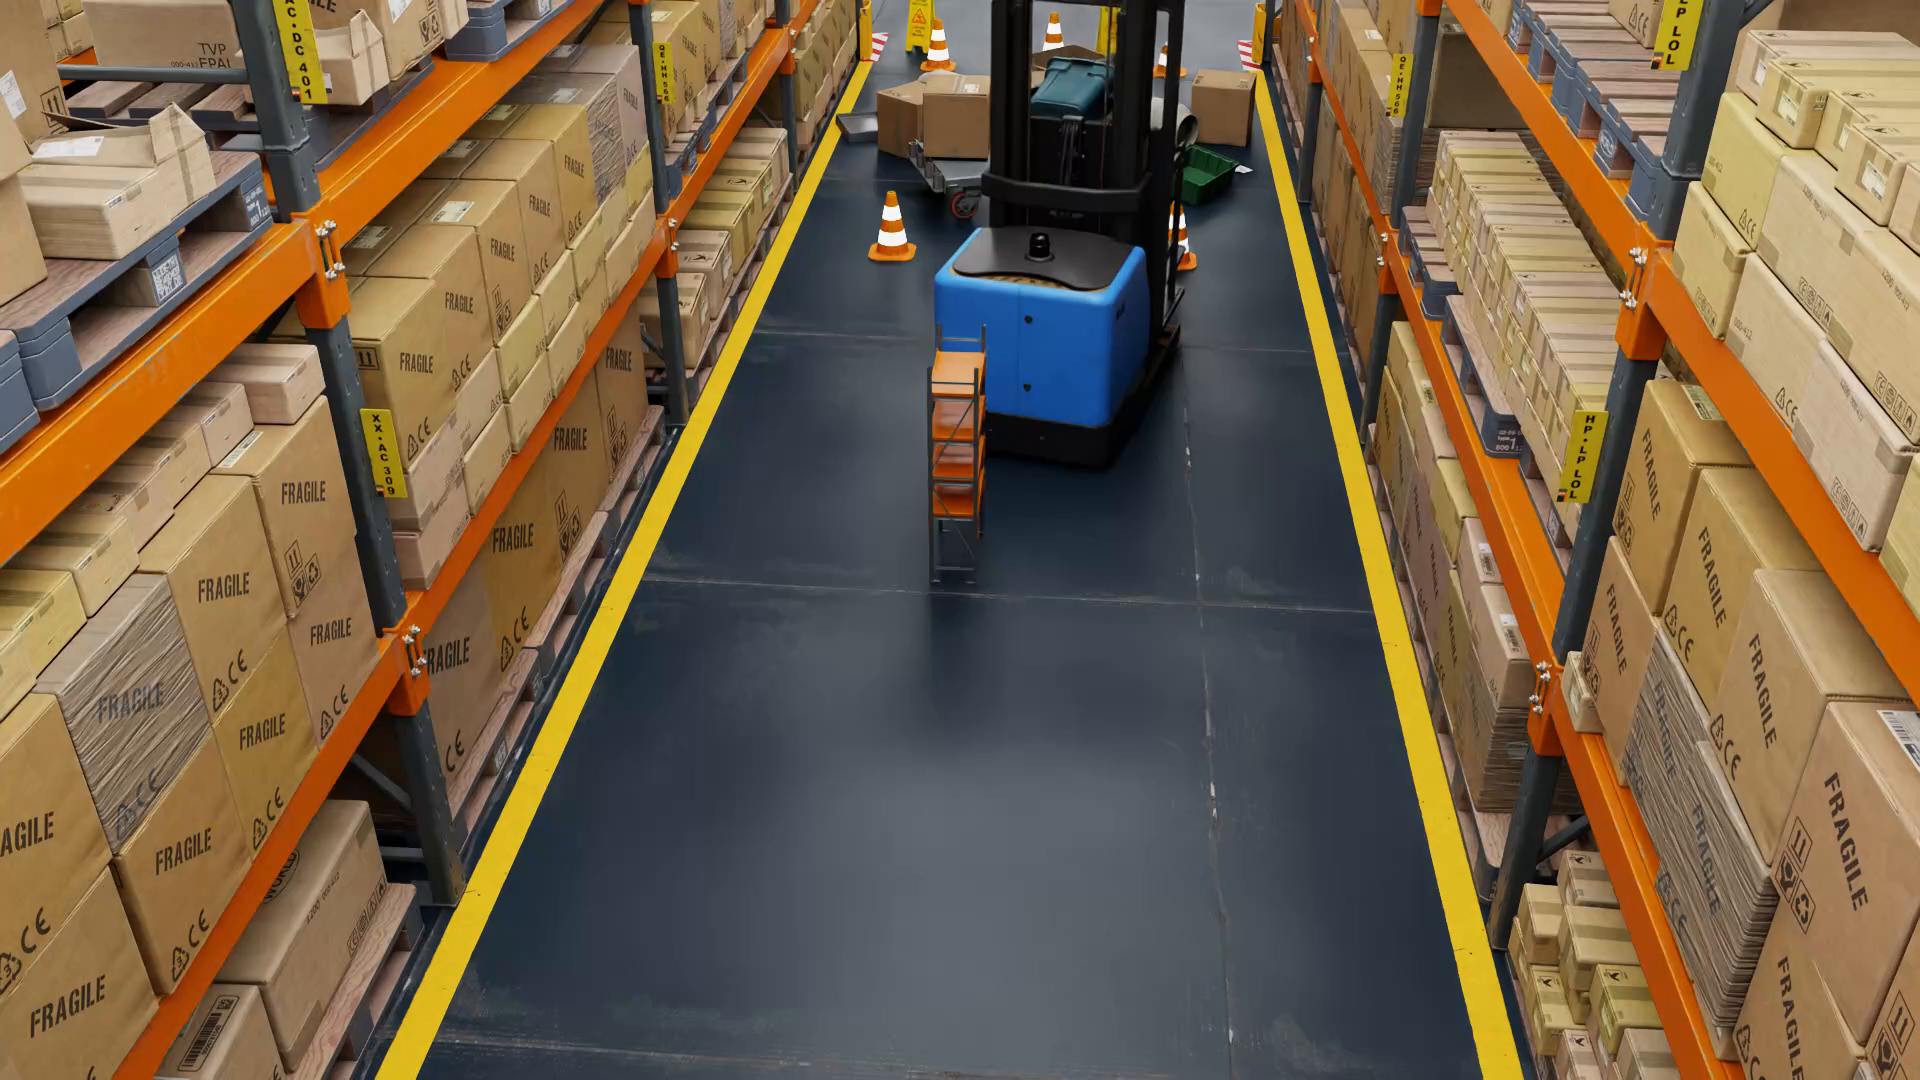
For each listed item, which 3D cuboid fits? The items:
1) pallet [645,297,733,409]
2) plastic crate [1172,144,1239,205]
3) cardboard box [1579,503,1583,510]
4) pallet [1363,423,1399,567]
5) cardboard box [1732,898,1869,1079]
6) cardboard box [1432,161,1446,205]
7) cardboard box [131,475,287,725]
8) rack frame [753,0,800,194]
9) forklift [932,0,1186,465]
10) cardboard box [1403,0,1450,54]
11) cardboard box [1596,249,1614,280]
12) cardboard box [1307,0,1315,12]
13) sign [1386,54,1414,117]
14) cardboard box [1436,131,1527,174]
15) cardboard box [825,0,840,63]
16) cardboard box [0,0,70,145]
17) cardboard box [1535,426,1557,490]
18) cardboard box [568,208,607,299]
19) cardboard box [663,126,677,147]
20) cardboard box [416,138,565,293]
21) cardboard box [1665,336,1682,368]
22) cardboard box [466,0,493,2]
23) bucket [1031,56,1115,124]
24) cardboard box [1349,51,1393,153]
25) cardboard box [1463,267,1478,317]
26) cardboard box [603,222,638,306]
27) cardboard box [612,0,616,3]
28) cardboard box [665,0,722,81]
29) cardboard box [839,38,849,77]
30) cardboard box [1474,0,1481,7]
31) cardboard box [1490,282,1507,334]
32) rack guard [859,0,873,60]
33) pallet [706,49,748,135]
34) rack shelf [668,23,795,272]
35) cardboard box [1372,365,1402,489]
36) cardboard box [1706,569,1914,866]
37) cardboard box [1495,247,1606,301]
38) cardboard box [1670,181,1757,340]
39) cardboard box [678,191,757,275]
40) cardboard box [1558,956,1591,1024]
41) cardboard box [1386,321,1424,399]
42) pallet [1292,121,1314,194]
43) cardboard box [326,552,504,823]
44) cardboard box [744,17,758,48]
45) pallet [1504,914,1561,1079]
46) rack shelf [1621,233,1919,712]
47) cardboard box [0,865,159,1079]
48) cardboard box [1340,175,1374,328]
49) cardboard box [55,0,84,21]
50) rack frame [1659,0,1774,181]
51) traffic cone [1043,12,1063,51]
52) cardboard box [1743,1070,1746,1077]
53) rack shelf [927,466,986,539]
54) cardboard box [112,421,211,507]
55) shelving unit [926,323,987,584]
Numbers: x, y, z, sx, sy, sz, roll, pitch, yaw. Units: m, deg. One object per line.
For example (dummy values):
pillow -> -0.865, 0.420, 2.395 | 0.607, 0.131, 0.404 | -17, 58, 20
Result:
pallet -> -2.050, -1.215, 10.521 | 1.003, 0.211, 1.213 | 2, 32, 4
plastic crate -> 1.861, -2.901, 13.224 | 0.450, 0.188, 0.662 | 29, 41, 23
cardboard box -> 2.337, -0.159, 5.704 | 0.380, 0.149, 0.250 | 3, 32, 5
pallet -> 2.762, -0.240, 8.938 | 1.003, 0.211, 1.213 | 2, 32, 4
cardboard box -> 2.085, 1.138, 3.666 | 0.500, 0.500, 0.500 | 4, 32, 6
cardboard box -> 2.587, -1.790, 8.351 | 0.380, 0.149, 0.250 | 4, 32, 6
cardboard box -> -2.253, 0.153, 4.594 | 0.500, 0.500, 0.500 | 2, 32, 3
rack frame -> -1.789, -4.085, 12.520 | 1.000, 3.000, 0.127 | 2, 32, 4
forklift -> 0.787, -2.429, 9.897 | 1.130, 2.935, 3.031 | 10, 33, 15
cardboard box -> 2.913, -2.802, 9.390 | 0.700, 0.500, 0.500 | 2, 32, 3
cardboard box -> 3.178, -1.235, 7.734 | 0.380, 0.149, 0.250 | 2, 32, 3
cardboard box -> 3.193, -4.473, 13.006 | 0.875, 0.550, 0.550 | 2, 32, 4
sign -> 2.273, -2.350, 8.601 | 0.100, 0.325, 0.005 | 2, 32, 4
cardboard box -> 2.596, -1.925, 8.286 | 0.380, 0.149, 0.250 | 3, 32, 4
cardboard box -> -1.356, -4.538, 14.760 | 0.500, 0.500, 0.500 | 2, 32, 3
cardboard box -> -2.698, -1.145, 4.298 | 0.500, 0.500, 0.500 | 3, 32, 5
cardboard box -> 2.379, -0.298, 6.213 | 0.380, 0.149, 0.250 | 2, 32, 4
cardboard box -> -1.961, -1.342, 7.735 | 0.500, 0.250, 0.500 | 2, 32, 3
cardboard box -> -1.847, -2.374, 9.582 | 0.380, 0.149, 0.250 | 1, 32, 1
cardboard box -> -2.025, -1.388, 7.095 | 0.500, 0.500, 0.500 | 2, 32, 3
cardboard box -> 3.094, -0.815, 6.769 | 0.380, 0.149, 0.250 | 2, 32, 3
cardboard box -> -1.943, -2.241, 6.396 | 0.396, 0.266, 0.258 | 5, 32, 8
bucket -> 0.866, -3.350, 12.998 | 0.726, 0.611, 0.620 | 14, 44, 21
cardboard box -> 2.679, -2.647, 10.091 | 0.500, 0.500, 0.500 | 2, 32, 3
cardboard box -> 2.506, -1.120, 7.547 | 0.380, 0.149, 0.250 | 3, 32, 6
cardboard box -> -1.923, -1.387, 8.284 | 0.500, 0.250, 0.500 | 3, 32, 5
cardboard box -> -2.284, -3.126, 10.185 | 0.500, 0.500, 0.500 | 0, 32, 1
cardboard box -> -1.776, -3.118, 10.171 | 0.500, 0.500, 0.500 | 3, 32, 5
cardboard box -> -1.311, -4.481, 15.382 | 0.500, 0.250, 0.500 | 3, 32, 4
cardboard box -> 2.482, -2.606, 7.165 | 0.500, 0.500, 0.500 | 2, 32, 4
cardboard box -> 2.466, -0.975, 7.028 | 0.380, 0.149, 0.250 | 4, 32, 6
rack guard -> -1.470, -5.073, 16.506 | 1.175, 0.500, 0.348 | 2, 32, 4
pallet -> -1.995, -2.949, 10.859 | 1.003, 0.211, 1.213 | 2, 32, 4
rack shelf -> -1.952, -2.733, 11.012 | 1.077, 0.370, 4.000 | 2, 32, 4
cardboard box -> 2.515, -0.591, 8.832 | 0.500, 0.500, 0.500 | 1, 32, 2
cardboard box -> 2.123, 0.421, 3.876 | 0.500, 0.500, 0.500 | 3, 32, 5
cardboard box -> 2.467, -1.109, 6.963 | 0.380, 0.149, 0.250 | 2, 32, 3
cardboard box -> 2.200, -0.726, 4.353 | 0.500, 0.250, 0.500 | 4, 32, 6
cardboard box -> -1.940, -2.131, 11.454 | 0.950, 0.372, 0.625 | 3, 32, 6
cardboard box -> 2.222, 1.477, 5.528 | 0.380, 0.149, 0.250 | 3, 32, 4
cardboard box -> 2.529, -0.919, 8.650 | 0.500, 0.250, 0.500 | 1, 32, 2
pallet -> 3.292, -3.134, 13.634 | 1.003, 0.211, 1.213 | 2, 32, 4
cardboard box -> -2.470, 0.496, 6.711 | 0.875, 0.875, 0.875 | 3, 32, 6
cardboard box -> -1.597, -3.470, 11.360 | 0.380, 0.149, 0.250 | 3, 32, 4
pallet -> 2.482, 1.796, 5.634 | 1.003, 0.211, 1.213 | 2, 32, 4
rack shelf -> 2.338, 0.331, 3.180 | 1.077, 0.370, 4.000 | 2, 32, 4
cardboard box -> -2.344, 1.114, 3.987 | 0.500, 0.500, 0.500 | 3, 32, 6
cardboard box -> 3.034, -1.828, 10.602 | 1.050, 0.750, 0.750 | 3, 32, 5
cardboard box -> -6.557, -3.908, 11.898 | 0.500, 0.250, 0.500 | 2, 32, 3
rack frame -> 2.501, -2.298, 3.901 | 1.000, 3.000, 0.127 | 2, 32, 4
traffic cone -> 0.921, -4.948, 16.337 | 0.336, 0.463, 0.334 | 2, 32, 4
cardboard box -> 2.118, 1.330, 3.972 | 0.380, 0.149, 0.250 | 4, 32, 6
rack shelf -> -0.013, -0.198, 8.434 | 0.258, 0.148, 0.480 | 2, 32, 4
cardboard box -> -2.308, -0.209, 4.563 | 0.380, 0.149, 0.250 | 2, 32, 4
shelving unit -> -0.013, -0.424, 8.295 | 0.258, 1.200, 0.503 | 2, 32, 4
